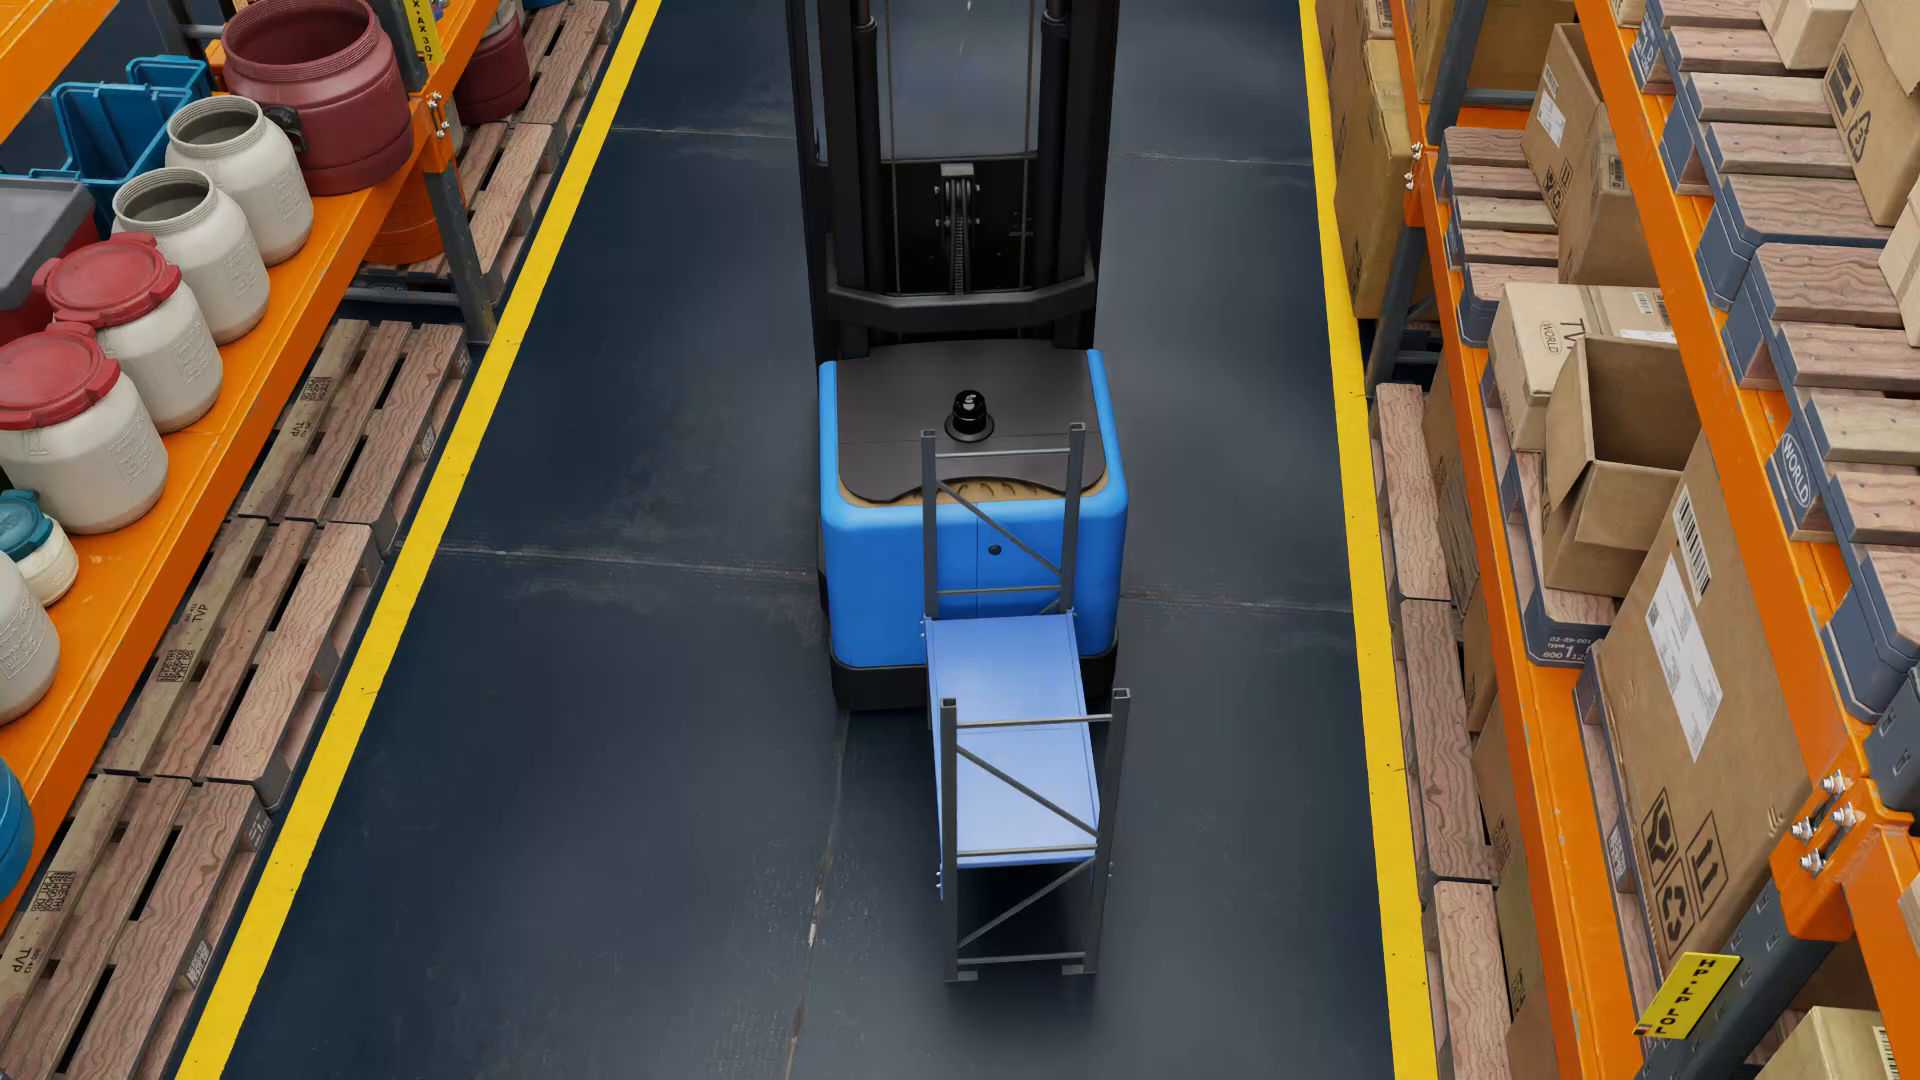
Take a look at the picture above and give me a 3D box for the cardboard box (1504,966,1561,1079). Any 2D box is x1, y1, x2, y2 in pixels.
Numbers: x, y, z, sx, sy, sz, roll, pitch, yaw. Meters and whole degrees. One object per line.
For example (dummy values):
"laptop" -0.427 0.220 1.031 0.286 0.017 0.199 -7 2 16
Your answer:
"cardboard box" 2.008 1.541 4.730 0.700 0.500 0.500 1 48 1

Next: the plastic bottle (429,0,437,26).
"plastic bottle" -2.276 -2.232 6.868 0.152 0.276 0.135 4 48 4

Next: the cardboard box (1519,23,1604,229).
"cardboard box" 2.286 -1.420 5.690 0.500 0.500 0.500 -1 48 -1

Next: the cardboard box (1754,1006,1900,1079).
"cardboard box" 1.636 1.137 2.756 0.500 0.500 0.500 4 48 4

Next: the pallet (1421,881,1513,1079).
"pallet" 2.000 1.664 5.111 1.003 0.211 1.213 4 48 4

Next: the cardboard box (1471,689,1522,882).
"cardboard box" 2.121 0.780 5.425 0.700 0.500 0.500 0 48 0

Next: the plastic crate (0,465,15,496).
"plastic crate" -3.124 -0.265 5.129 0.450 0.188 0.662 4 48 4

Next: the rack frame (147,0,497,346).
"rack frame" -2.637 -1.977 6.552 1.000 3.000 0.127 4 48 4

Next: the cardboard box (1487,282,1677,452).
"cardboard box" 1.913 -0.519 5.035 0.500 0.250 0.500 3 48 2

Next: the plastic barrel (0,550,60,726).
"plastic barrel" -2.696 0.228 4.443 0.433 0.535 0.433 0 48 0

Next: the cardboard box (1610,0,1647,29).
"cardboard box" 1.914 -1.522 4.204 0.500 0.250 0.500 5 48 4

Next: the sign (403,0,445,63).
"sign" -2.089 -2.001 6.462 0.100 0.325 0.005 4 48 4

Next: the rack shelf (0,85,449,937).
"rack shelf" -2.819 -0.265 5.473 1.077 0.370 4.000 4 48 4

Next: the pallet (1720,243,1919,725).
"pallet" 2.093 -0.100 2.929 1.213 0.211 1.003 4 48 4

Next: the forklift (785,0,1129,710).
"forklift" -0.041 -1.451 6.117 1.130 2.935 3.031 -3 48 -3

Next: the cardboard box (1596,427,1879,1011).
"cardboard box" 2.142 0.376 3.708 1.000 1.000 1.000 4 48 4

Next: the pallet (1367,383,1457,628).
"pallet" 2.223 -0.129 6.751 1.003 0.211 1.213 4 48 4

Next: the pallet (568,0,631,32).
"pallet" -2.384 -3.411 9.753 1.003 0.211 1.213 4 48 4

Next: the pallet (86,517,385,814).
"pallet" -2.860 0.424 6.245 1.003 0.211 1.213 4 48 4

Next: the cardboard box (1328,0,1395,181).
"cardboard box" 2.468 -2.229 7.937 1.225 0.875 0.875 4 48 4

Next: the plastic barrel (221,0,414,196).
"plastic barrel" -2.378 -1.662 6.171 0.600 0.536 0.708 4 48 4

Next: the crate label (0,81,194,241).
"crate label" -2.997 -1.277 5.888 0.502 0.435 0.616 4 48 4

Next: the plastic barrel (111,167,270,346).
"plastic barrel" -2.557 -0.935 5.523 0.421 0.512 0.421 0 48 0

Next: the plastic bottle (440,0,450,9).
"plastic bottle" -2.229 -2.361 7.038 0.097 0.201 0.097 0 48 0

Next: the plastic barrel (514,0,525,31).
"plastic barrel" -2.544 -2.891 8.789 0.421 0.512 0.421 0 48 0

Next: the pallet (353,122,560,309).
"pallet" -2.607 -1.618 8.113 1.003 0.211 1.213 4 48 4

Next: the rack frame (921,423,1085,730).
"rack frame" 0.131 0.172 5.603 0.500 1.500 0.032 -3 48 -3

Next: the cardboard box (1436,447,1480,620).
"cardboard box" 2.216 -0.047 6.182 0.700 0.500 0.500 0 48 0

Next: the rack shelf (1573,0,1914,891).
"rack shelf" 2.113 -0.944 4.061 1.077 0.370 4.000 4 48 4

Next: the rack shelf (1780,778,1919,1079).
"rack shelf" 1.748 1.995 1.373 1.077 0.370 4.000 4 48 4

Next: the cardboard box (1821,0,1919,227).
"cardboard box" 2.157 -0.925 3.202 0.797 0.503 0.637 6 48 5

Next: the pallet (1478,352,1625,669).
"pallet" 2.156 -0.122 4.985 1.003 0.211 1.213 4 48 4

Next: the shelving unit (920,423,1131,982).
"shelving unit" 0.164 0.546 5.260 0.538 1.500 1.048 -3 48 -3

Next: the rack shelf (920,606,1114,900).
"rack shelf" 0.164 0.667 5.393 0.538 0.185 1.000 -3 48 -3

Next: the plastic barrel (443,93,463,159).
"plastic barrel" -2.647 -2.061 8.030 0.421 0.512 0.421 0 48 0

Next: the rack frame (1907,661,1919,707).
"rack frame" 1.931 -0.730 1.345 1.000 3.000 0.127 4 48 4

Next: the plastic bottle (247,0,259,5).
"plastic bottle" -2.996 -2.320 7.000 0.097 0.201 0.097 0 48 0

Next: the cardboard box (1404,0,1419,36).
"cardboard box" 2.145 -2.423 6.892 0.500 0.500 0.500 3 48 3

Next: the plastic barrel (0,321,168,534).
"plastic barrel" -2.629 -0.311 4.936 0.433 0.535 0.433 0 48 0

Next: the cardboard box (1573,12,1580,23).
"cardboard box" 2.610 -2.017 6.520 0.500 0.500 0.500 5 48 5
